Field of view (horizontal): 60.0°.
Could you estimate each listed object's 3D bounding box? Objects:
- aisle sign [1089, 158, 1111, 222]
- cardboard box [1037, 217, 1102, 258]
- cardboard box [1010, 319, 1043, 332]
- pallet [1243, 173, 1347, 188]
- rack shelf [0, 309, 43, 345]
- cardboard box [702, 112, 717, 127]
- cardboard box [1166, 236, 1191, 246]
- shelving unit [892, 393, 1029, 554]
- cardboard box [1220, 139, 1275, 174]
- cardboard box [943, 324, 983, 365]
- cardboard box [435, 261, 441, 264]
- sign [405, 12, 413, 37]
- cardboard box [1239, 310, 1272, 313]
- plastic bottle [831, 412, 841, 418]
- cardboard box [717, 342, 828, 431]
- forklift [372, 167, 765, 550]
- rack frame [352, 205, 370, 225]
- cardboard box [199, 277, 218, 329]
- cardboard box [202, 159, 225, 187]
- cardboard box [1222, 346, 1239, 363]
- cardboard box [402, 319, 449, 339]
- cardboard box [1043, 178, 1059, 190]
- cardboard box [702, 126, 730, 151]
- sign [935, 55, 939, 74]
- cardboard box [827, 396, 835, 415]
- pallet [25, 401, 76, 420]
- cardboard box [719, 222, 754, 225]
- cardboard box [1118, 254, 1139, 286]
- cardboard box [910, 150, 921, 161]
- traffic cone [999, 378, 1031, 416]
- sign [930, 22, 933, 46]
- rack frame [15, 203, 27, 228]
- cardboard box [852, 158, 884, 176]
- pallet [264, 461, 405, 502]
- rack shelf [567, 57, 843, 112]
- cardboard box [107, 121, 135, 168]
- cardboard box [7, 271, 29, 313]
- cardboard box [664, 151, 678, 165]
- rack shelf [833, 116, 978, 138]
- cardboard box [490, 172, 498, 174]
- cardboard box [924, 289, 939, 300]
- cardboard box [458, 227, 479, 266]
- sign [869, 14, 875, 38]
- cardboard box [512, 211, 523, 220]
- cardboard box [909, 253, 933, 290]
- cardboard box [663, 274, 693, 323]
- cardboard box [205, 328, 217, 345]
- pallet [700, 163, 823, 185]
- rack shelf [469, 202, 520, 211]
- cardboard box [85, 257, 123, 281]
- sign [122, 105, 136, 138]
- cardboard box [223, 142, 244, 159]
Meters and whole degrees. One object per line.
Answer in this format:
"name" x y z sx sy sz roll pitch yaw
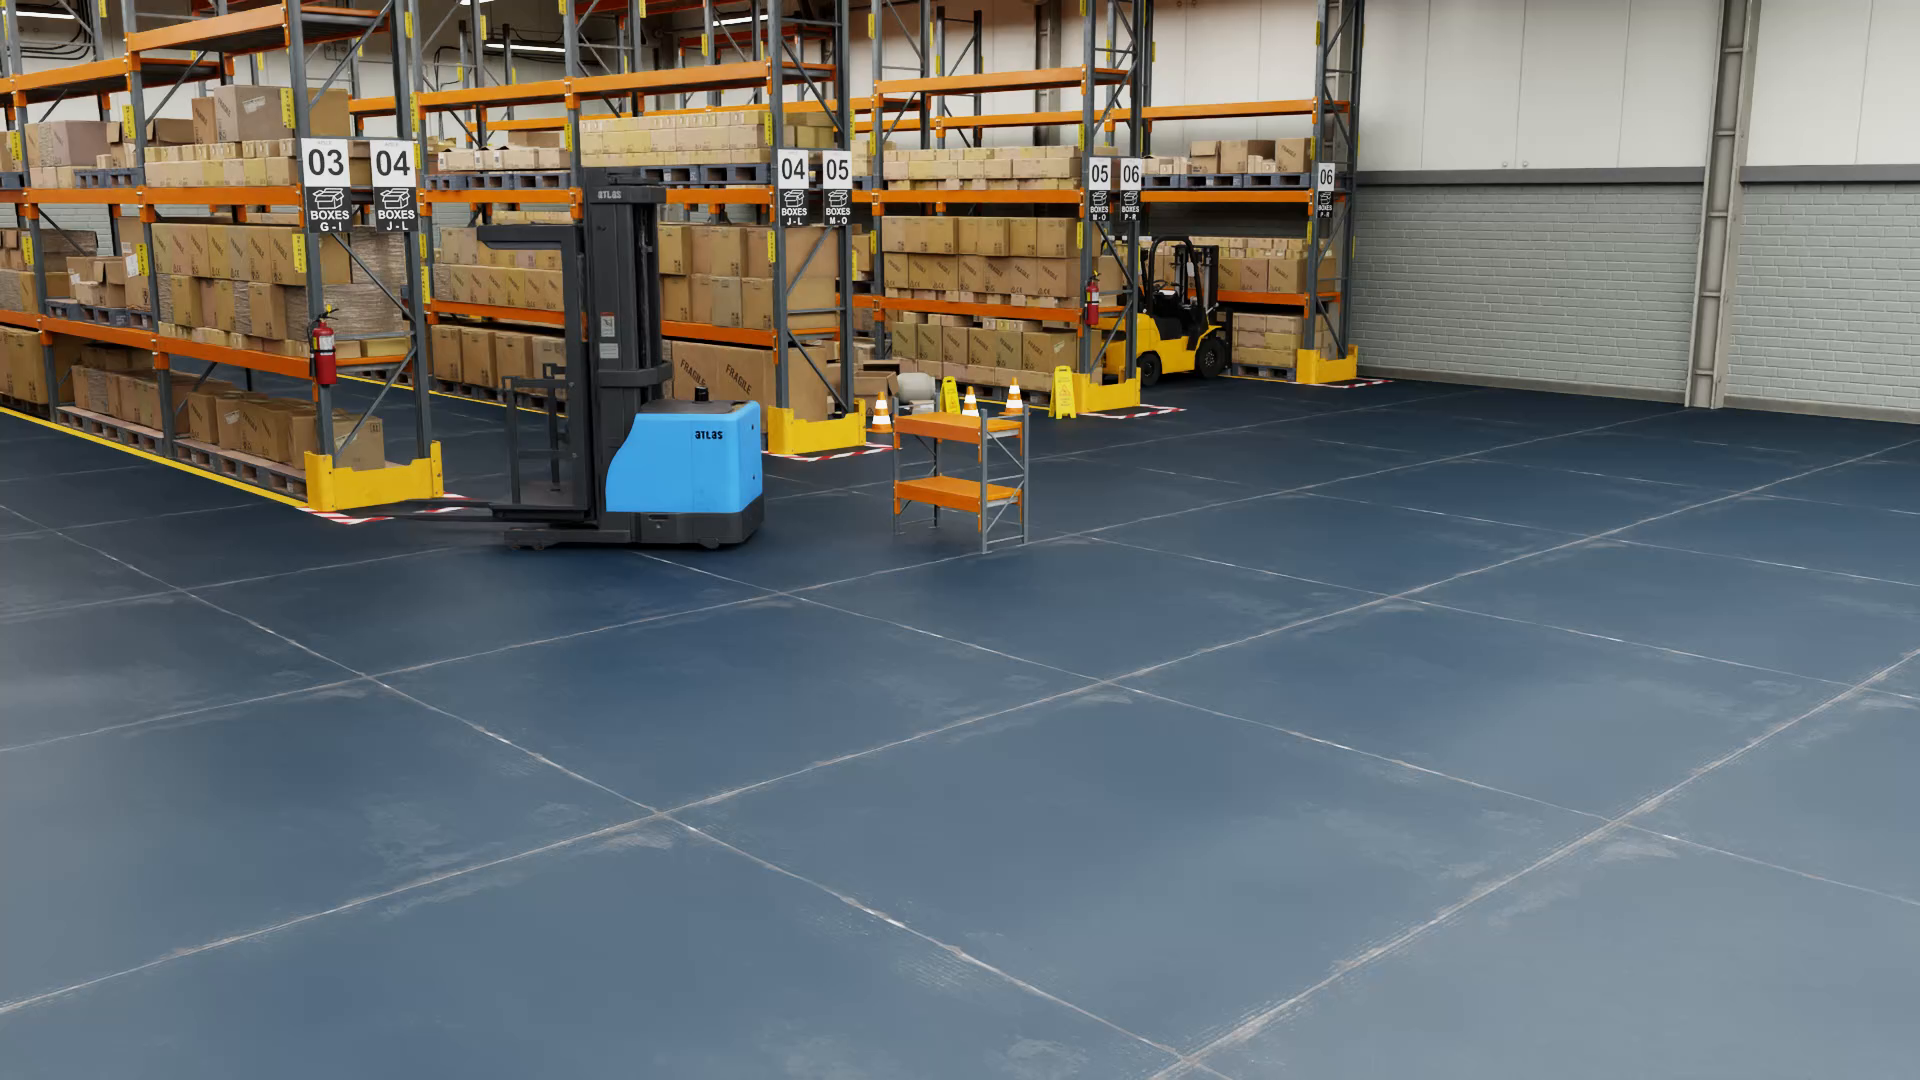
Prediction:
"aisle sign" 1.760 -4.412 20.952 0.394 0.787 0.004 -11 16 -43
"cardboard box" 1.416 -3.917 21.527 0.500 0.500 0.700 11 16 44
"cardboard box" 0.883 -2.857 22.154 0.380 0.149 0.250 -10 15 -41
"pallet" 5.045 -5.413 25.039 1.003 0.211 1.213 -11 16 -43
"rack shelf" -12.147 -2.915 21.908 1.077 0.370 4.000 -11 16 -43
"cardboard box" -2.590 -4.589 18.175 0.380 0.149 0.250 -11 16 -42
"cardboard box" 3.488 -4.741 26.399 0.380 0.149 0.250 -11 16 -43
"shelving unit" -0.005 -0.552 13.303 0.538 1.125 1.048 -11 16 -43
"cardboard box" 4.397 -5.848 25.391 0.700 0.500 0.500 -11 16 -42
"cardboard box" 0.112 -2.722 23.107 0.500 0.500 0.500 -10 15 -40
"cardboard box" -7.486 -4.018 24.323 0.380 0.149 0.250 -10 15 -40
"sign" -7.494 -7.009 22.620 0.100 0.325 0.005 -11 16 -43
"cardboard box" 4.634 -3.473 26.130 0.500 0.250 0.500 -11 16 -43
"plastic bottle" -1.504 -1.572 20.889 0.283 0.061 0.133 6 13 26
"cardboard box" -2.100 -1.739 18.642 0.875 0.875 0.875 -11 16 -42
"forklift" -3.169 -1.464 13.254 3.031 2.935 1.130 1 12 4
"rack frame" -9.871 -4.235 26.535 1.000 3.000 0.127 -11 16 -43
"cardboard box" -6.999 -2.375 16.520 0.875 0.500 0.500 -11 16 -43
"cardboard box" -6.803 -3.459 15.707 0.500 0.250 0.500 -11 16 -44
"cardboard box" 4.286 -2.912 25.887 0.500 0.250 0.500 -11 16 -42
"cardboard box" -7.770 -3.063 24.143 0.500 0.250 0.500 11 16 44
"cardboard box" 1.283 -4.579 21.394 0.380 0.149 0.250 -11 16 -42
"cardboard box" -2.469 -4.386 18.177 0.500 0.250 0.500 -11 16 -42
"sign" -0.396 -8.406 29.400 0.100 0.325 0.005 -11 16 -43
"cardboard box" -1.827 -1.734 21.172 0.396 0.266 0.258 -8 14 -33
"pallet" -11.255 -1.735 21.309 1.003 0.211 1.213 -11 16 -43
"cardboard box" -3.762 -5.001 27.525 0.500 0.500 0.500 11 16 43
"cardboard box" 2.869 -4.412 27.147 0.500 0.500 0.500 11 16 44
"cardboard box" -0.478 -5.344 23.128 0.250 0.149 0.380 11 16 43
"traffic cone" 0.697 -1.829 21.142 0.336 0.463 0.334 -11 16 -43
"sign" -0.430 -7.280 23.934 0.100 0.325 0.005 -11 16 -43
"rack frame" -13.528 -3.559 23.252 1.000 3.000 0.127 -11 16 -43
"cardboard box" -1.344 -5.439 24.273 0.500 0.250 0.500 -11 16 -44
"pallet" -5.829 -0.576 15.686 1.003 0.211 1.213 -11 16 -43
"rack shelf" -2.965 -5.166 18.959 1.077 0.370 4.000 -11 16 -43
"cardboard box" -8.907 -4.336 18.296 0.797 0.503 0.637 -10 15 -40
"cardboard box" -11.625 -3.135 20.947 0.500 0.500 0.500 -11 16 -43
"cardboard box" -3.111 -4.309 18.792 0.380 0.149 0.250 -11 16 -42
"rack shelf" -1.392 -7.730 31.405 1.077 0.370 4.000 -11 16 -43
"cardboard box" -8.747 -7.121 32.190 0.500 0.250 0.500 10 15 40
"cardboard box" -0.287 -3.453 23.363 0.380 0.149 0.250 -10 15 -41
"cardboard box" -6.455 -4.050 22.908 0.700 0.500 0.500 -11 16 -43
"sign" -1.233 -7.167 23.192 0.100 0.325 0.005 -11 16 -43
"cardboard box" -8.192 -6.098 31.244 0.380 0.149 0.250 -11 16 -42
"cardboard box" -0.370 -3.794 23.407 0.500 0.500 0.500 -11 16 -43
"cardboard box" -2.960 -2.853 19.455 0.875 0.550 0.500 -11 16 -43
"cardboard box" -7.191 -2.016 16.385 0.380 0.149 0.250 -11 16 -43
"pallet" -2.103 -4.016 18.259 1.003 0.211 1.213 -11 16 -43
"rack shelf" -7.741 -6.348 31.141 1.077 0.370 4.000 -11 16 -43
"cardboard box" -9.906 -3.089 19.682 0.700 0.500 0.500 -8 14 -34
"sign" -8.402 -4.229 16.812 0.100 0.325 0.005 -11 16 -43
"cardboard box" -6.551 -3.586 15.336 0.250 0.149 0.380 11 16 42
